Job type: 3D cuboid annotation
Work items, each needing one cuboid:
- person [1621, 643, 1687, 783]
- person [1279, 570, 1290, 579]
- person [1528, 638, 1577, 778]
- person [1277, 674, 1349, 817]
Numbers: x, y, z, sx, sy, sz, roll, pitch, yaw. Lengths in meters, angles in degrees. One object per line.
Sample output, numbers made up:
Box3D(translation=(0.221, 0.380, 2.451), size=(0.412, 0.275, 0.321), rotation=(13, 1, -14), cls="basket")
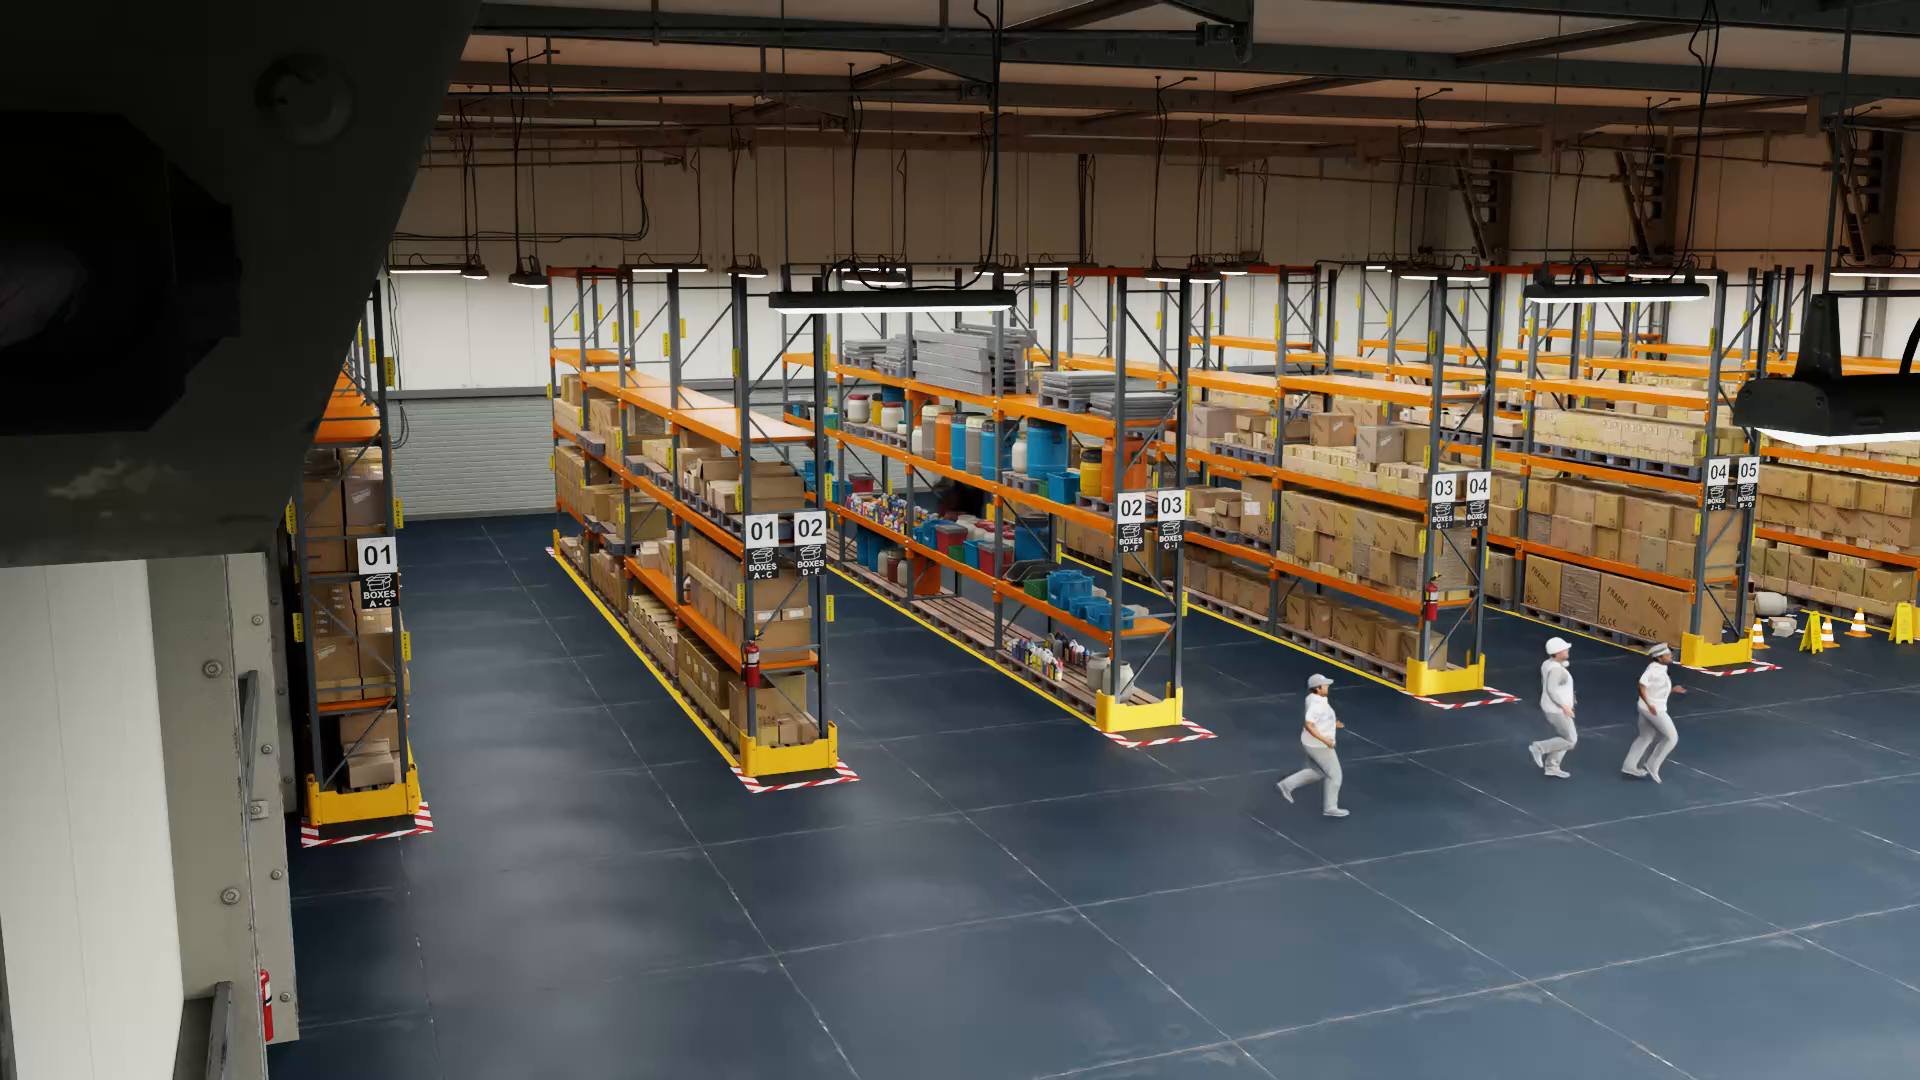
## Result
Box3D(translation=(8.381, 2.068, 20.024), size=(0.682, 1.728, 0.548), rotation=(2, 10, 12), cls="person")
Box3D(translation=(6.201, 0.091, 31.525), size=(0.517, 1.622, 0.670), rotation=(-6, 12, -31), cls="person")
Box3D(translation=(7.185, 2.028, 20.111), size=(0.581, 1.732, 0.665), rotation=(2, 10, 9), cls="person")
Box3D(translation=(4.012, 2.306, 18.722), size=(0.784, 1.632, 0.620), rotation=(0, 10, 3), cls="person")
